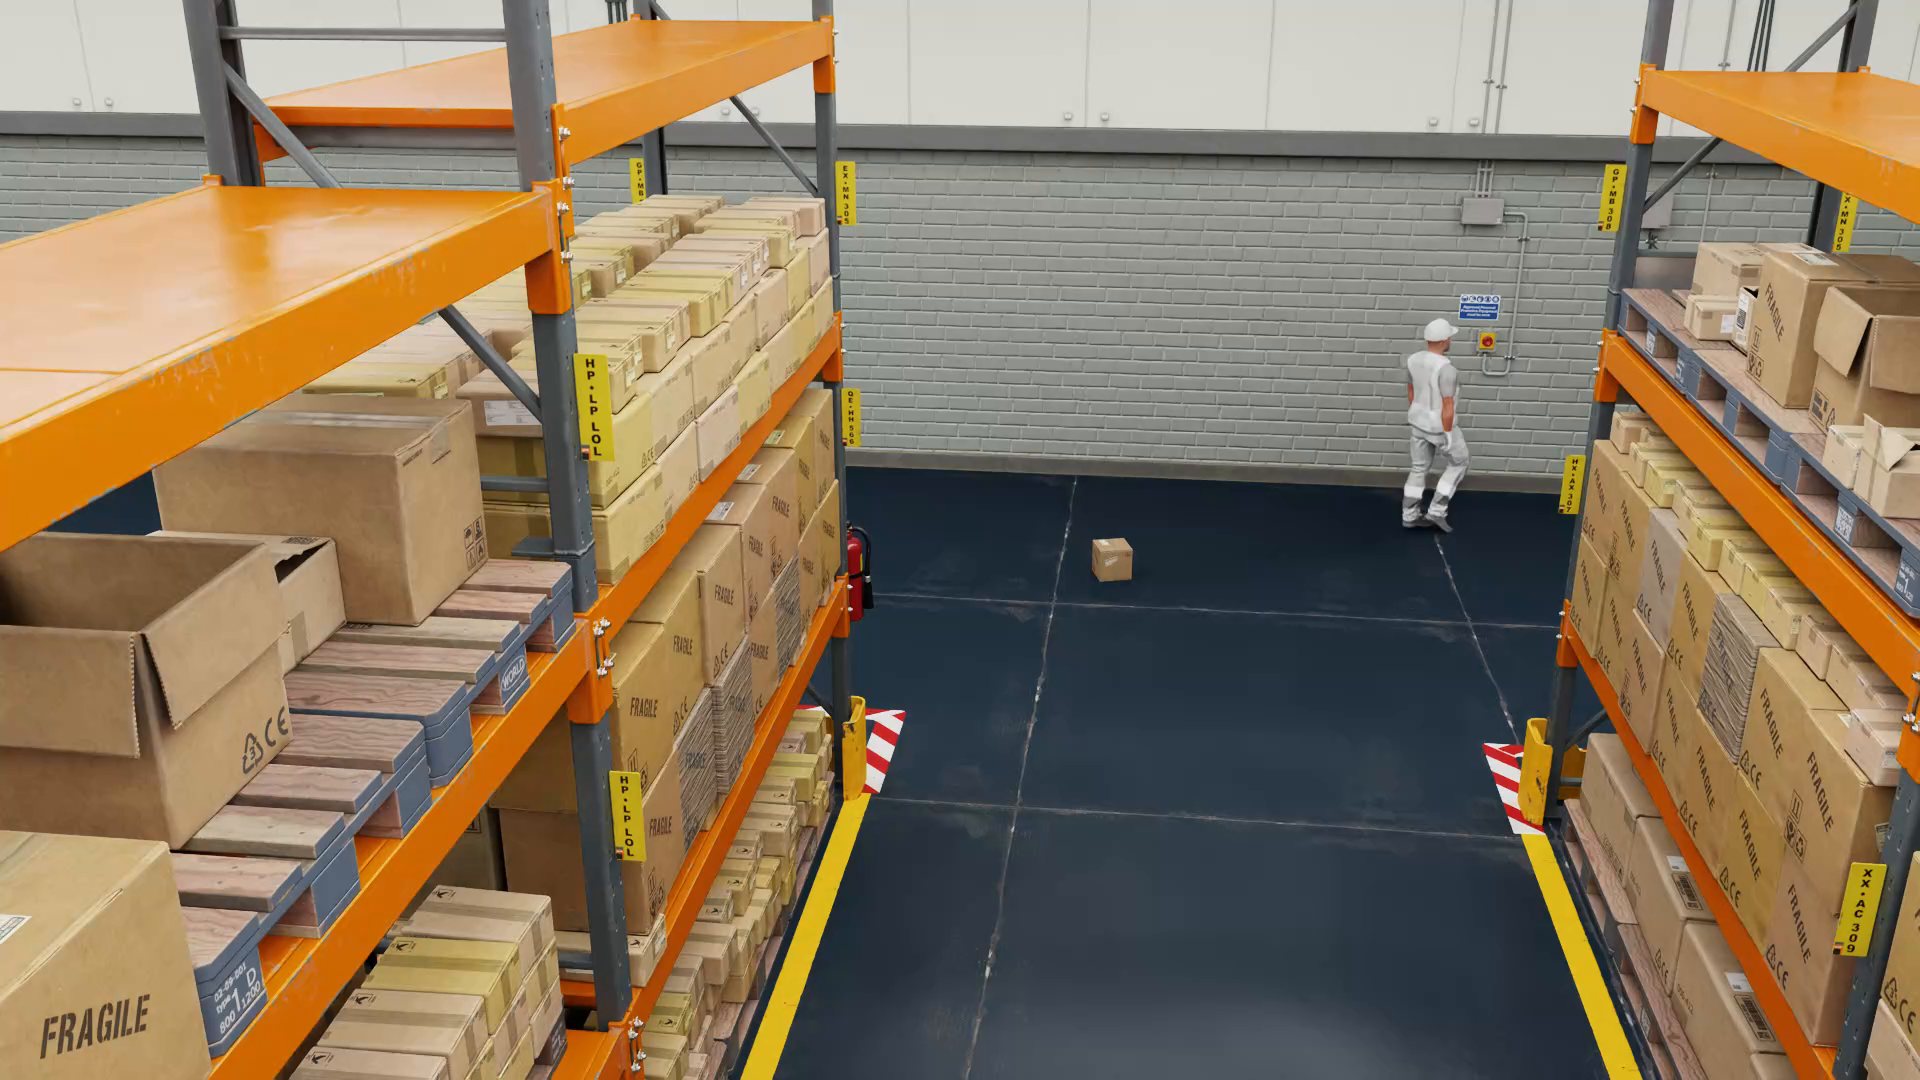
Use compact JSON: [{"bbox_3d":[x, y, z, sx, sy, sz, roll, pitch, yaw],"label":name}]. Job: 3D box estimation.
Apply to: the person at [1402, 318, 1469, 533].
[{"bbox_3d":[3.848,-0.911,13.427,0.496,1.822,0.570,-11,24,-27],"label":"person"}]
